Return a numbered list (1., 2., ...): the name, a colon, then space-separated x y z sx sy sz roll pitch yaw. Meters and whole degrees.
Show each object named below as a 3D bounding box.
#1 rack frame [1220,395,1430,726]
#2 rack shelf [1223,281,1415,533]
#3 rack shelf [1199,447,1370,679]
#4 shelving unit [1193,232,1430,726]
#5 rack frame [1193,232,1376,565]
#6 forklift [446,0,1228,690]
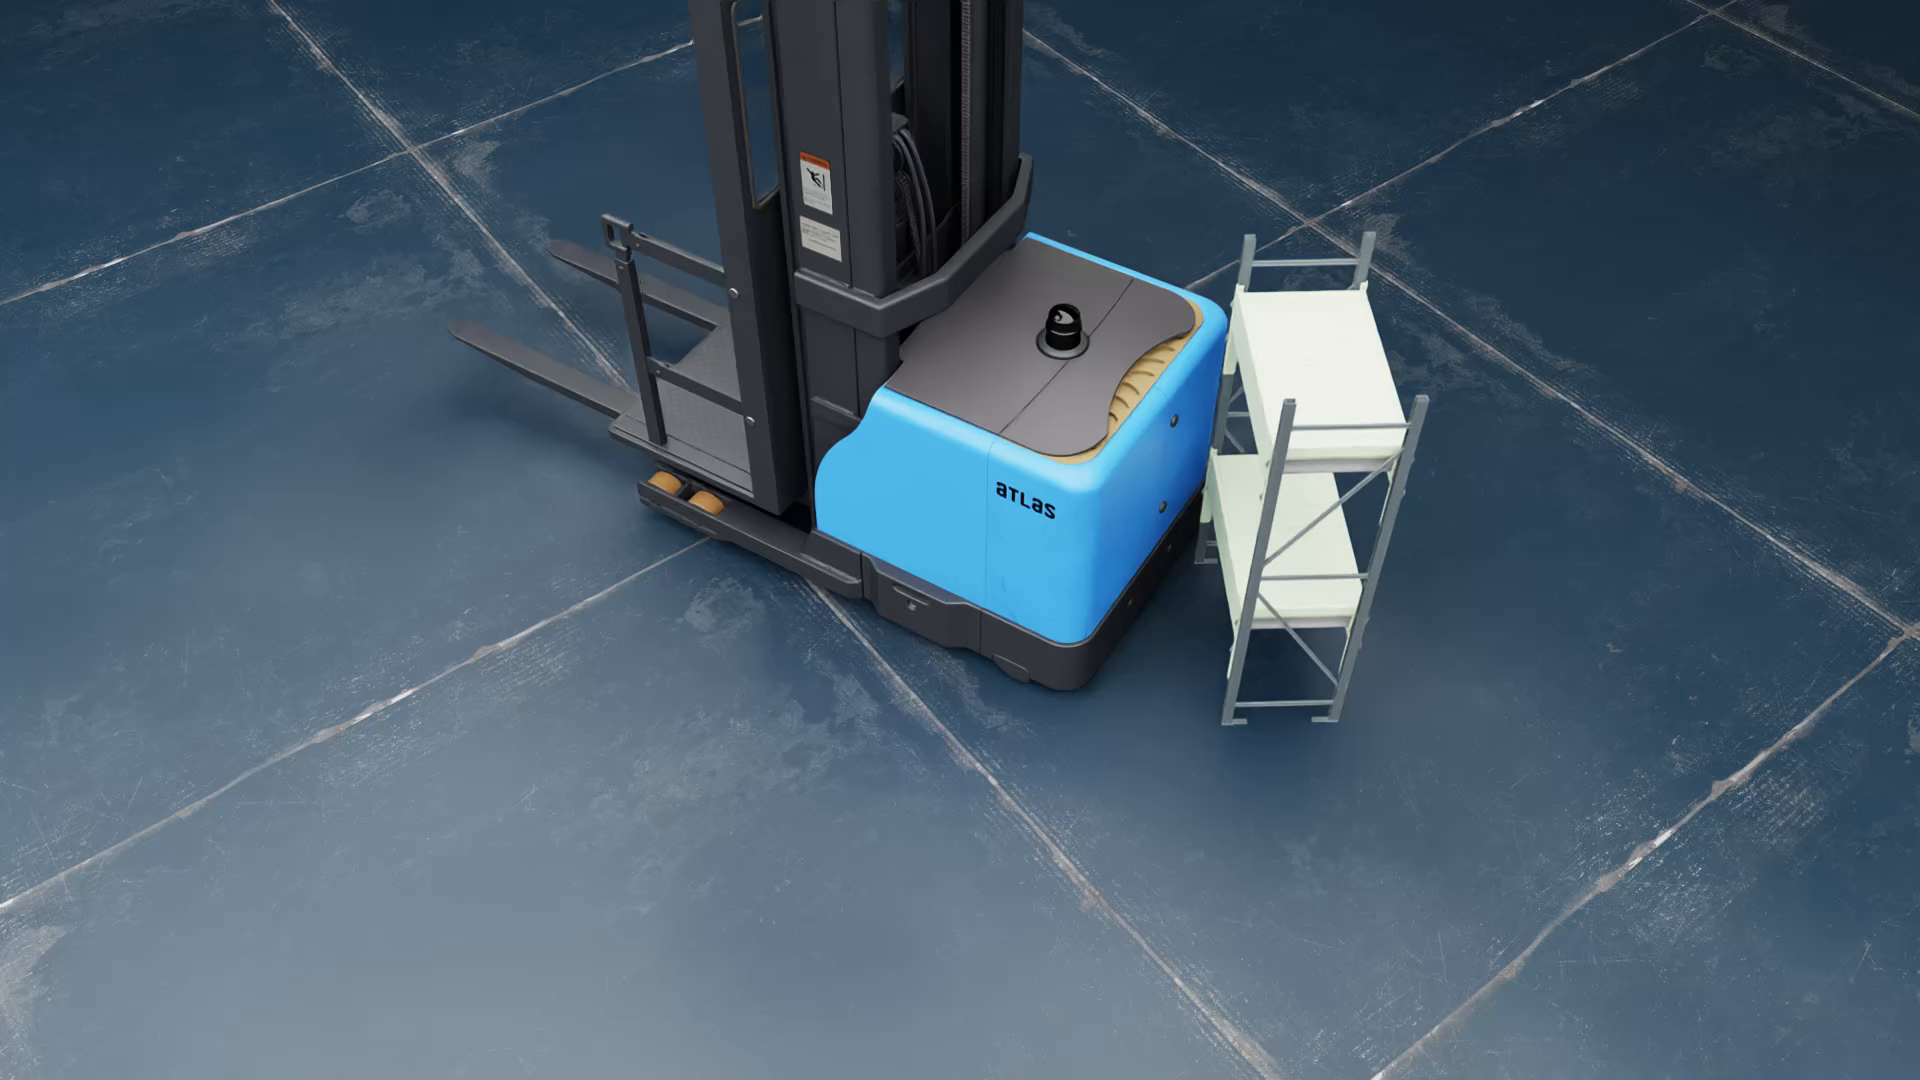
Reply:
1. rack frame: 1.091 0.117 5.131 0.400 1.500 0.023 -1 48 -1
2. rack shelf: 1.079 -0.416 5.088 0.431 0.370 0.720 -1 48 -1
3. rack shelf: 1.079 0.065 5.618 0.431 0.370 0.720 -1 48 -1
4. shelving unit: 1.079 -0.154 5.377 0.431 1.500 0.755 -1 48 -1
5. rack frame: 1.068 -0.425 5.623 0.400 1.500 0.023 -1 48 -1
6. forklift: -0.619 -1.312 5.461 3.031 2.935 1.130 25 52 21
